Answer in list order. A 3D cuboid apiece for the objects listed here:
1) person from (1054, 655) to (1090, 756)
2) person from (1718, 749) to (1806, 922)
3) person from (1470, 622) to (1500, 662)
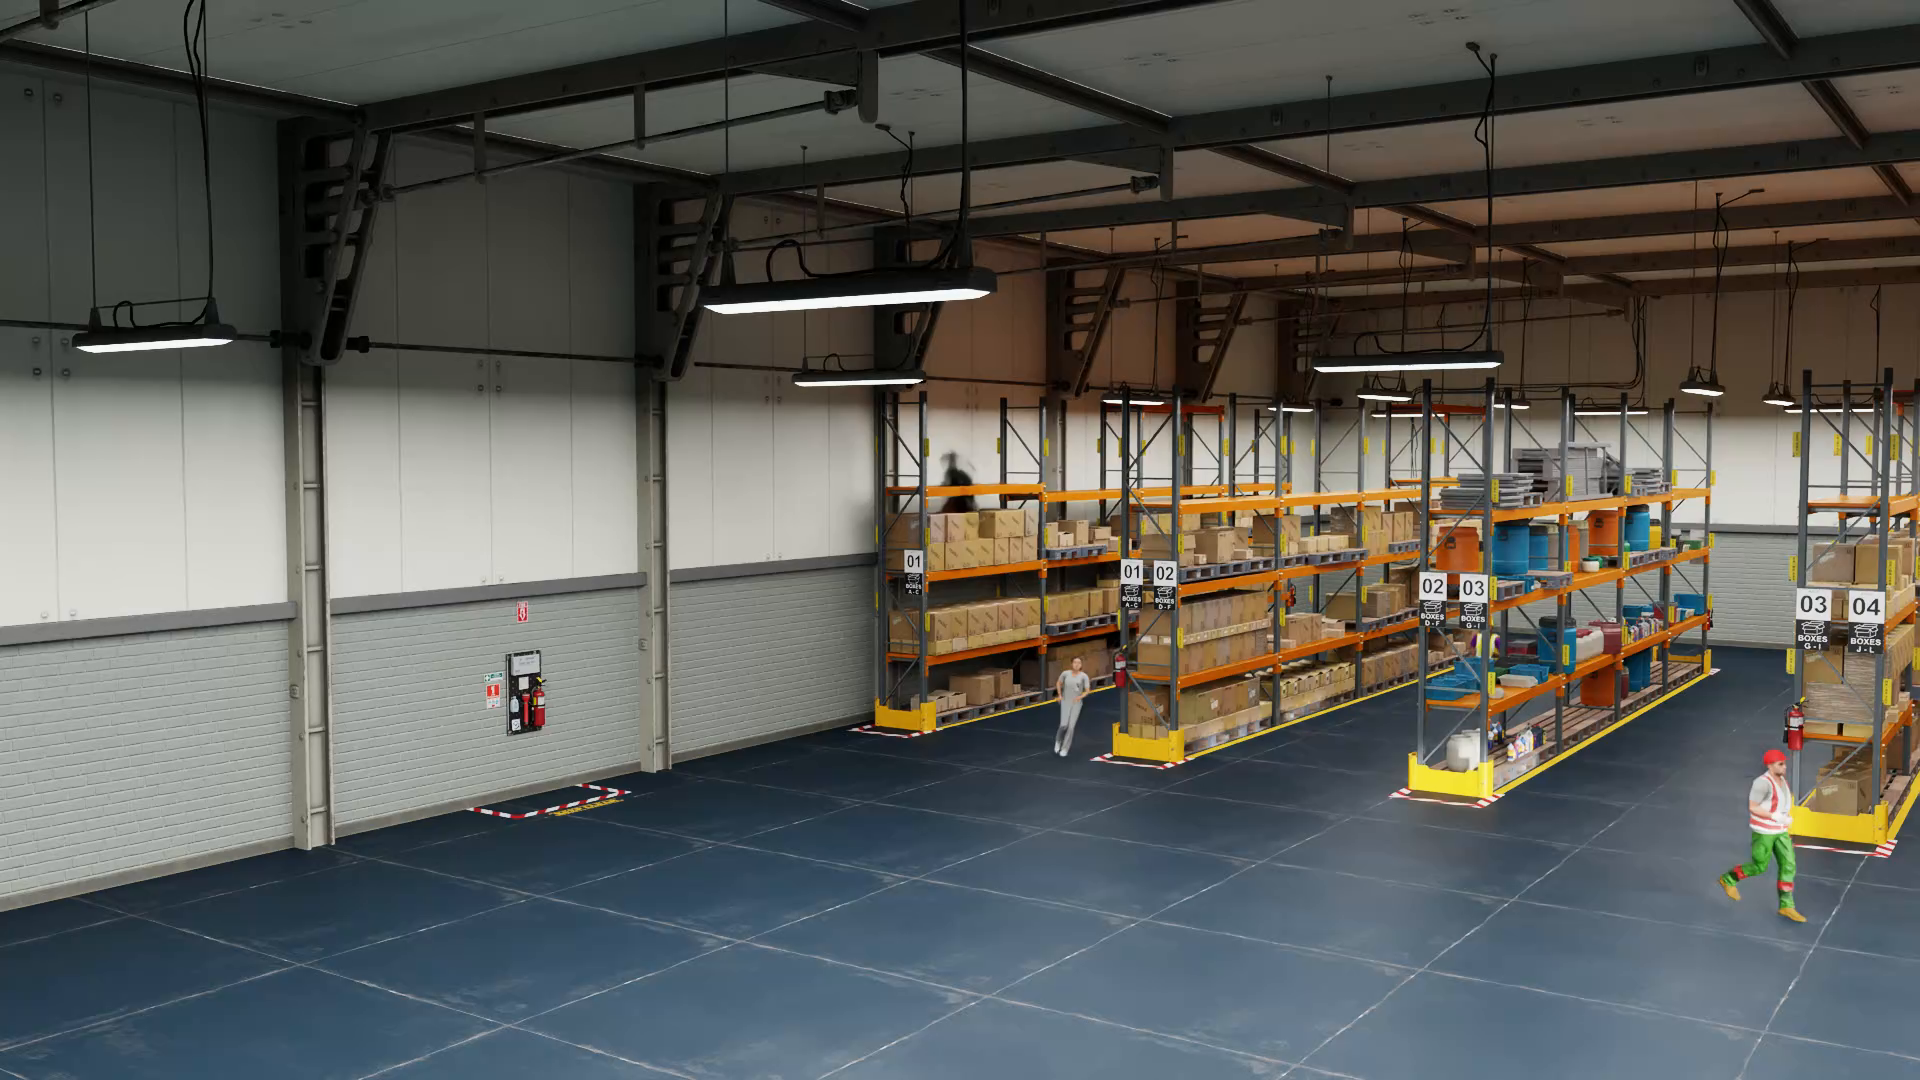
[{"bbox_3d":[1.822,2.692,27.002,0.582,1.641,0.523,0,3,5],"label":"person"},{"bbox_3d":[8.636,3.119,17.847,0.636,1.787,0.953,-2,4,-30],"label":"person"},{"bbox_3d":[9.964,2.378,31.556,0.684,1.741,0.618,2,4,30],"label":"person"}]
